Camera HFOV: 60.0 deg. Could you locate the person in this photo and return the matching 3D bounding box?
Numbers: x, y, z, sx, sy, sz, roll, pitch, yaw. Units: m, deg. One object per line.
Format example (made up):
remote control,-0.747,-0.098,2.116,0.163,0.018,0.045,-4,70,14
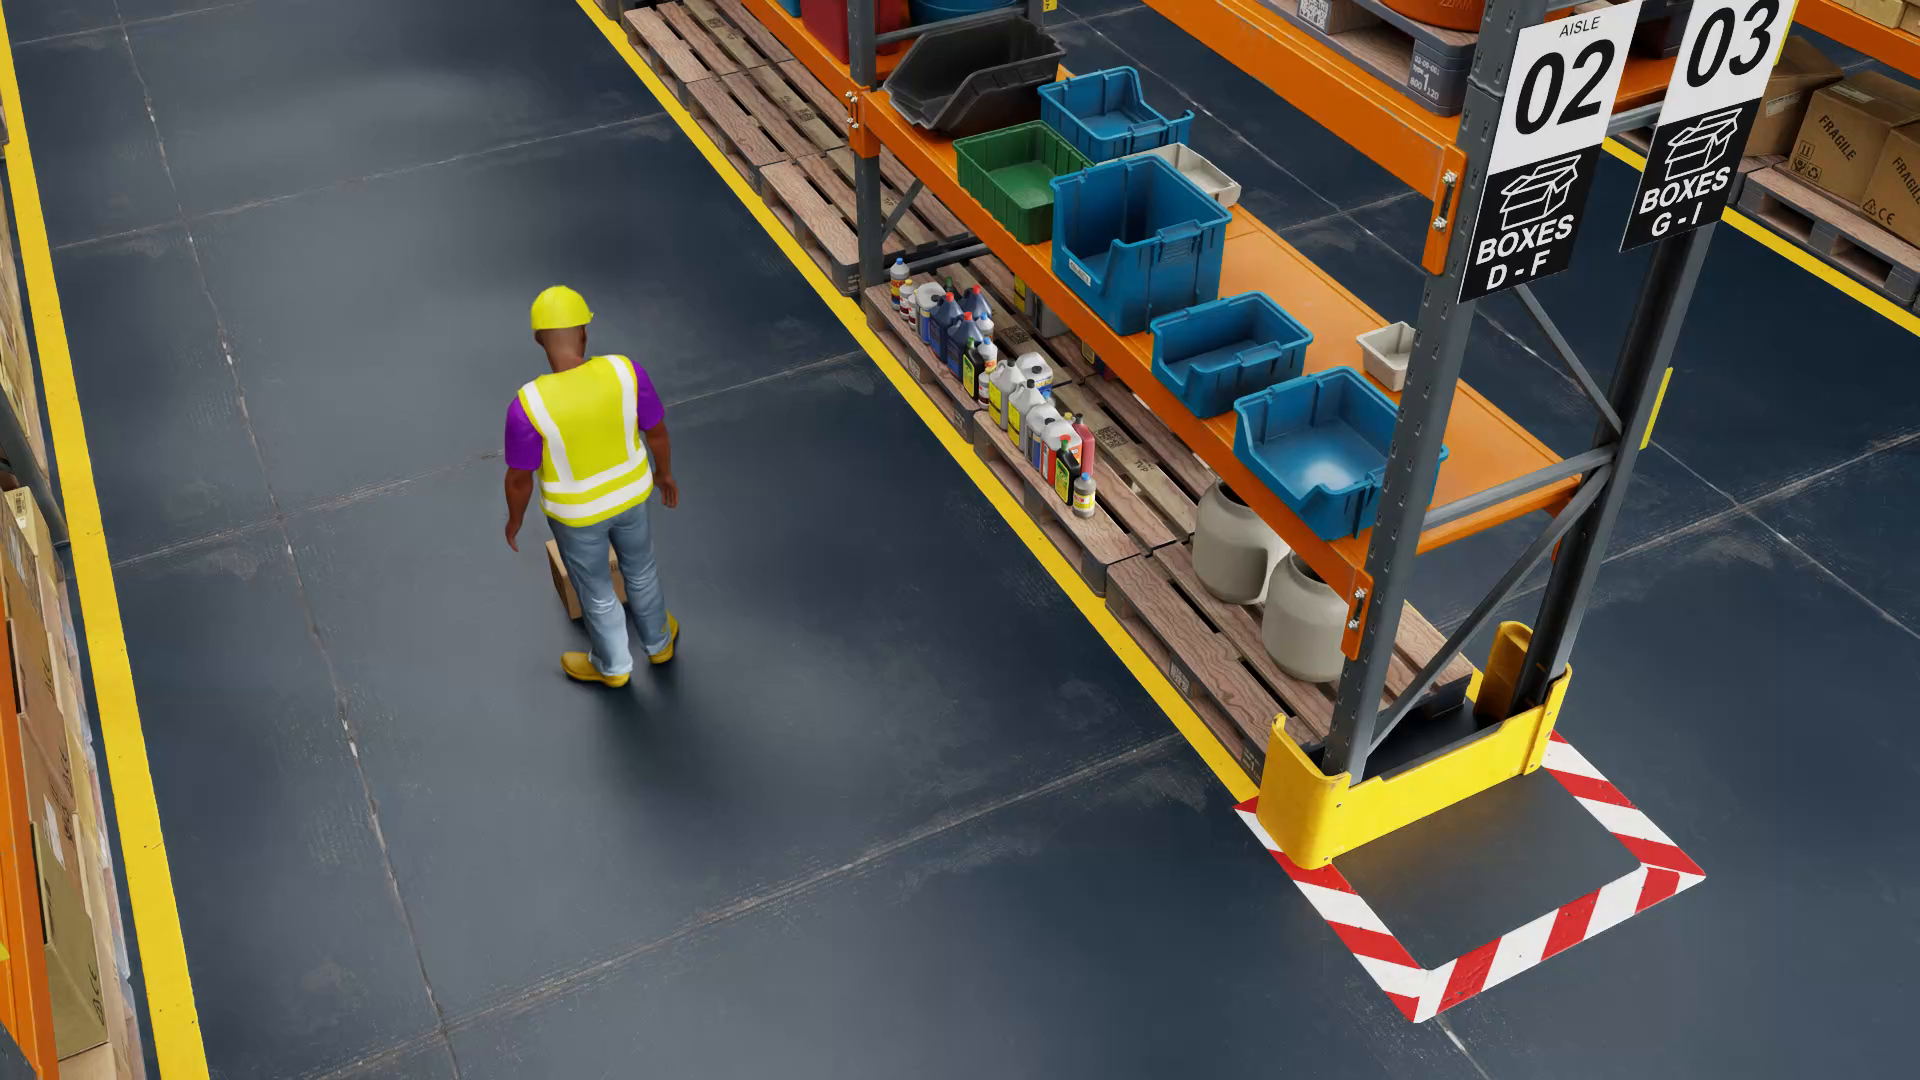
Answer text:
person,-1.399,-0.156,6.299,0.654,1.777,0.372,-26,47,-27
